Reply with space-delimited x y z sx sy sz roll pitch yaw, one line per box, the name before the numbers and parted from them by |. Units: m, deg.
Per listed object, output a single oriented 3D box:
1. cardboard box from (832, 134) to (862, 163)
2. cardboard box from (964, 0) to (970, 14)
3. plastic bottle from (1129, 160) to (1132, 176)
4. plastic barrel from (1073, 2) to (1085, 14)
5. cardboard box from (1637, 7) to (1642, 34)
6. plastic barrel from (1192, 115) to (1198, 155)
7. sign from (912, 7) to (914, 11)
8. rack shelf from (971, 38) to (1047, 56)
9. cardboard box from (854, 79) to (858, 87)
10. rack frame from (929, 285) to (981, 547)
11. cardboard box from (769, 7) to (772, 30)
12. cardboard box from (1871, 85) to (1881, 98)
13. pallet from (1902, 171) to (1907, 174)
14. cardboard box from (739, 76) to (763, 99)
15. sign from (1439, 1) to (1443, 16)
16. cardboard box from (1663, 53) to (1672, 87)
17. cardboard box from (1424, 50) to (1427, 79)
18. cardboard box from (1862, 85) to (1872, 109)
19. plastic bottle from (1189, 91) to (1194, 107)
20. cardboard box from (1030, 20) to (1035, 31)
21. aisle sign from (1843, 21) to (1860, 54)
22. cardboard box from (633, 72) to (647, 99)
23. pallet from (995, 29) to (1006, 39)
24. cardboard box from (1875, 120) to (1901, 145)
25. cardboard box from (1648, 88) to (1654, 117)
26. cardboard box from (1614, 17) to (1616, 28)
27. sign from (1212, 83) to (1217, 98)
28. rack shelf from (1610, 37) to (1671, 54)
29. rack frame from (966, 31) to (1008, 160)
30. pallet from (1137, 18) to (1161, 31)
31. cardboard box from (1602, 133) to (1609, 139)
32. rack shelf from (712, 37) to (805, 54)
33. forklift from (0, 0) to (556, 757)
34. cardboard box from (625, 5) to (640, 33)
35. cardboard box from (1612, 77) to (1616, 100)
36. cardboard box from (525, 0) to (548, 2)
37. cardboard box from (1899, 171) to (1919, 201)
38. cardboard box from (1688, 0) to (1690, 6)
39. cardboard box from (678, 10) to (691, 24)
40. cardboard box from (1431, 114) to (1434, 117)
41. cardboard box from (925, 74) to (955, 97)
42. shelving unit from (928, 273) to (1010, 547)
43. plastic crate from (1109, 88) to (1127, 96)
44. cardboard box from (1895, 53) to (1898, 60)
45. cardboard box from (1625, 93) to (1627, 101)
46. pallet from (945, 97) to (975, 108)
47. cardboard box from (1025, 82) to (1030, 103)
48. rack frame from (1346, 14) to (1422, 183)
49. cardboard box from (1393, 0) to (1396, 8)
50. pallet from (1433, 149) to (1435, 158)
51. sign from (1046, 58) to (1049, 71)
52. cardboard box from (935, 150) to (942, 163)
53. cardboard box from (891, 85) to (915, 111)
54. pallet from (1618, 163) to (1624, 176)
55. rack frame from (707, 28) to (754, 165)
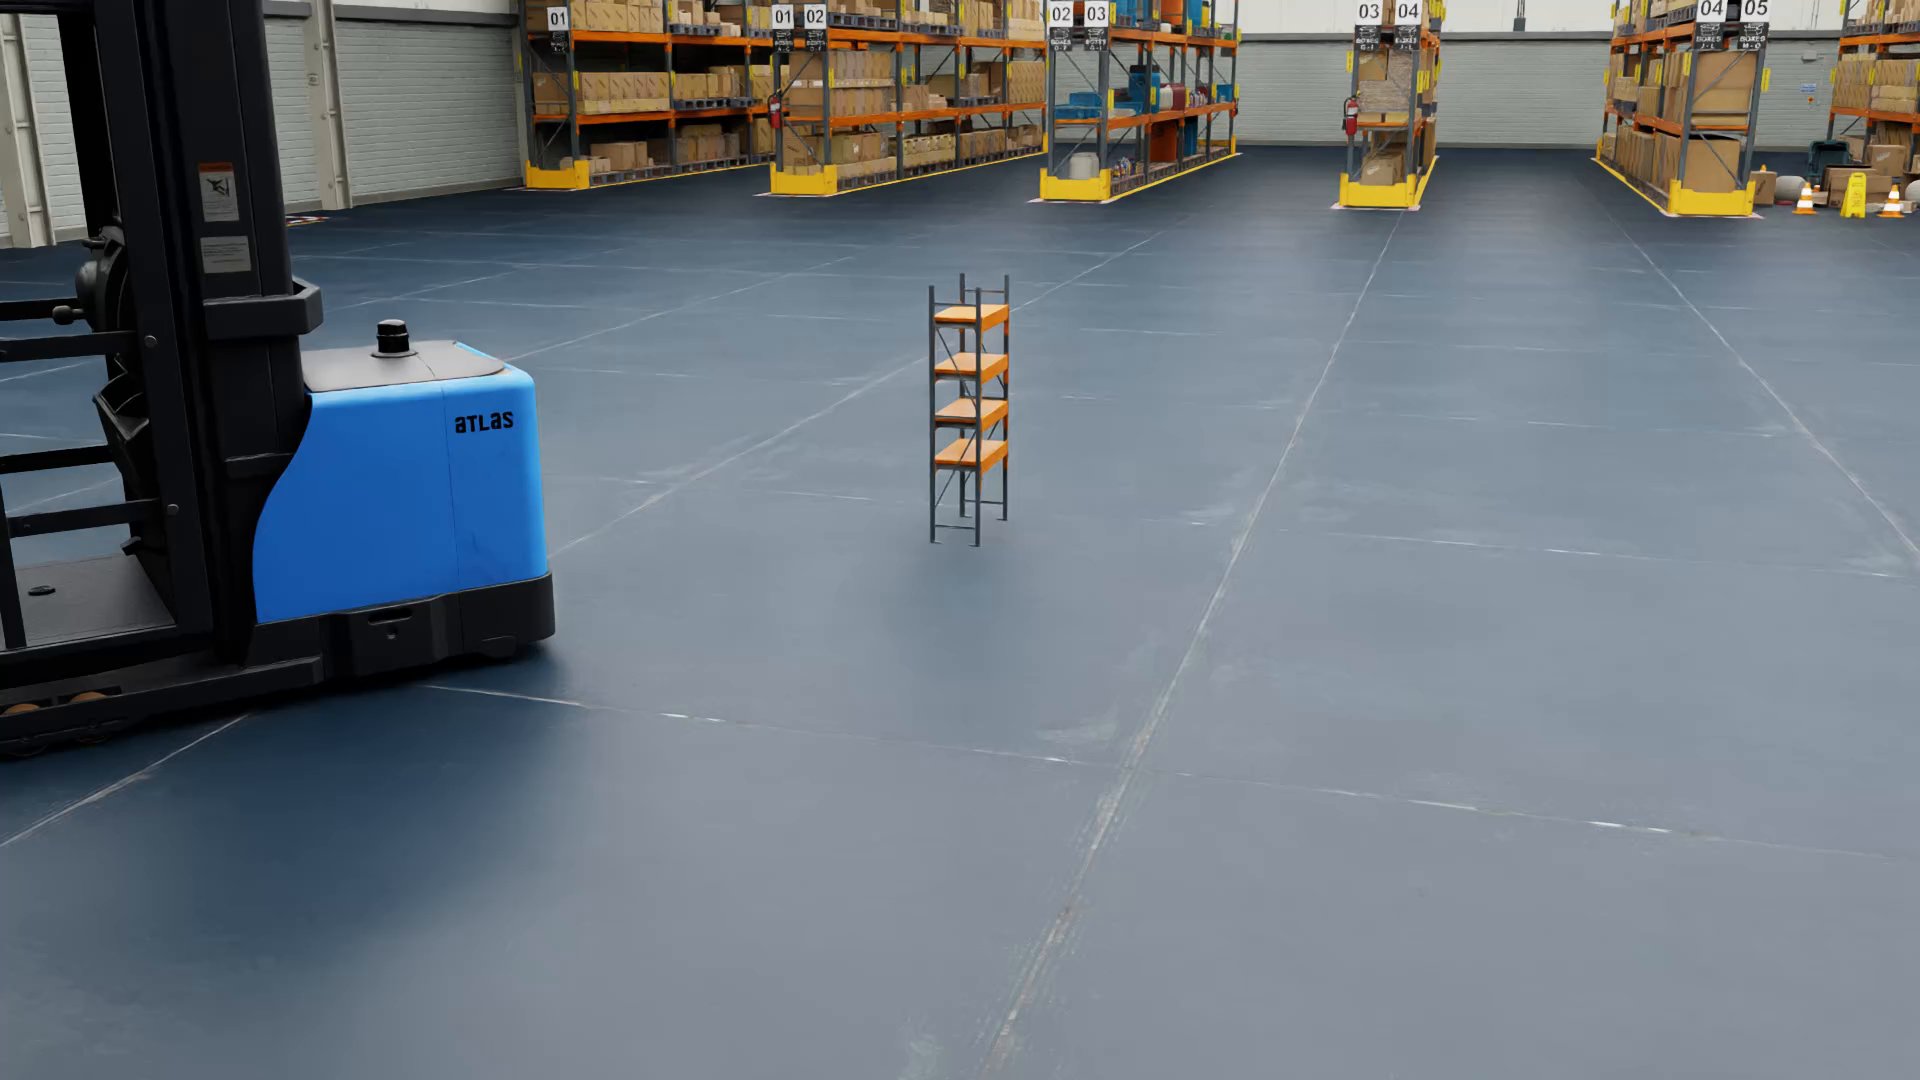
cardboard box | -2.133 -7.245 30.770 0.500 0.500 0.500 5 16 16
cardboard box | -0.076 -12.065 37.355 0.500 0.500 0.500 5 16 16
plastic bottle | 3.148 -6.898 30.825 0.061 0.283 0.133 6 17 20
plastic barrel | 1.995 -9.223 27.794 0.600 0.830 0.708 5 16 16
cardboard box | 13.776 -10.324 33.050 0.500 0.500 0.500 5 16 16
plastic barrel | 5.218 -9.425 38.637 0.600 0.901 0.708 5 16 16
sign | -1.015 -11.446 36.243 0.100 0.325 0.005 5 16 16
rack shelf | 1.209 -12.379 41.796 1.077 0.370 4.000 5 16 16
cardboard box | -2.087 -8.402 30.583 0.380 0.149 0.250 4 16 15
rack frame | -0.022 -0.557 7.593 0.240 1.200 0.015 5 16 16
cardboard box | -4.765 -12.346 39.373 0.700 0.500 0.500 5 16 16
cardboard box | 19.244 -9.296 34.465 0.500 0.250 0.500 4 16 14
pallet | 18.799 -7.033 32.239 1.003 0.211 1.213 5 16 16
cardboard box | -4.863 -10.403 38.245 0.500 0.500 0.500 5 17 18
sign | 10.661 -11.793 36.888 0.100 0.325 0.005 5 16 16
cardboard box | 12.453 -7.983 28.224 0.875 0.550 0.550 5 16 16
cardboard box | 8.000 -8.429 29.491 0.500 0.500 0.500 5 16 16
cardboard box | 19.526 -9.410 35.325 0.500 0.500 0.500 5 17 16
plastic bottle | 5.129 -9.796 36.958 0.144 0.351 0.185 5 16 16
cardboard box | 1.589 -13.001 42.030 0.500 0.250 0.500 5 16 16
aisle sign | 20.518 -11.559 38.322 0.394 0.787 0.004 5 16 16
cardboard box | -6.511 -8.937 32.705 0.500 0.500 0.500 4 16 14
pallet | 0.388 -11.946 39.296 1.213 0.211 1.003 5 16 16
cardboard box | 19.540 -8.232 34.480 0.875 0.875 0.875 5 17 18
cardboard box | 12.627 -7.823 29.729 0.500 0.500 0.500 4 16 15
cardboard box | 15.625 -12.139 38.991 0.500 0.250 0.500 5 17 17
sign | 5.916 -10.463 38.715 0.100 0.325 0.005 5 16 16
rack shelf | 15.433 -11.198 37.635 1.077 0.370 4.000 5 16 16
rack frame | 0.641 -10.758 40.262 1.000 3.000 0.127 5 16 16
pallet | 3.004 -9.436 30.450 1.213 0.211 1.003 5 16 16
cardboard box | 15.527 -9.631 39.651 0.380 0.149 0.250 4 16 13
rack shelf | -4.678 -11.715 39.457 1.077 0.370 4.000 5 16 16
forklift | -3.056 -0.875 5.544 3.031 2.935 1.130 -10 19 -31
cardboard box | -6.567 -10.119 32.291 0.500 0.500 0.500 4 16 14
cardboard box | 15.022 -10.184 37.508 0.500 0.500 0.500 5 16 16
cardboard box | -7.648 -10.117 30.452 0.500 0.500 0.500 5 17 18
cardboard box | 15.757 -5.752 27.187 0.500 0.500 0.500 -10 19 -32
cardboard box | 11.369 -8.257 25.455 0.380 0.149 0.250 5 17 17
cardboard box | -5.976 -10.949 34.830 0.500 0.311 0.500 5 17 18
cardboard box | 10.911 -9.804 40.021 0.875 0.875 0.875 5 16 16
cardboard box | -0.425 -10.136 37.114 0.700 0.500 0.500 -1 16 -3
shelving unit | 0.047 -0.621 7.818 0.258 1.200 0.503 5 16 16
plastic crate | 2.960 -8.462 32.047 0.402 0.464 0.583 5 16 16
cardboard box | 19.601 -10.228 35.187 0.380 0.149 0.250 5 17 17
cardboard box | 13.500 -8.842 33.198 0.380 0.149 0.250 5 16 16
pallet | -0.370 -9.802 37.243 1.213 0.211 1.003 5 16 16
cardboard box | 1.477 -11.317 42.048 0.500 0.500 0.500 4 16 15
rack frame | 6.728 -6.850 26.482 1.000 3.000 0.127 5 16 16
cardboard box | 7.028 -8.467 26.229 0.380 0.149 0.250 5 16 15
pallet | 11.122 -9.479 40.862 1.003 0.211 1.213 5 16 16
sign | 2.304 -12.466 43.581 0.100 0.325 0.005 5 16 16
cardboard box | -0.700 -8.168 35.399 0.500 0.250 0.500 5 17 17
cardboard box | -1.249 -9.051 34.060 0.500 0.500 0.500 6 17 20
pallet | 14.300 -7.713 34.634 1.003 0.211 1.213 5 16 16
rack frame | -5.246 -10.095 37.924 1.000 3.000 0.127 5 16 16
